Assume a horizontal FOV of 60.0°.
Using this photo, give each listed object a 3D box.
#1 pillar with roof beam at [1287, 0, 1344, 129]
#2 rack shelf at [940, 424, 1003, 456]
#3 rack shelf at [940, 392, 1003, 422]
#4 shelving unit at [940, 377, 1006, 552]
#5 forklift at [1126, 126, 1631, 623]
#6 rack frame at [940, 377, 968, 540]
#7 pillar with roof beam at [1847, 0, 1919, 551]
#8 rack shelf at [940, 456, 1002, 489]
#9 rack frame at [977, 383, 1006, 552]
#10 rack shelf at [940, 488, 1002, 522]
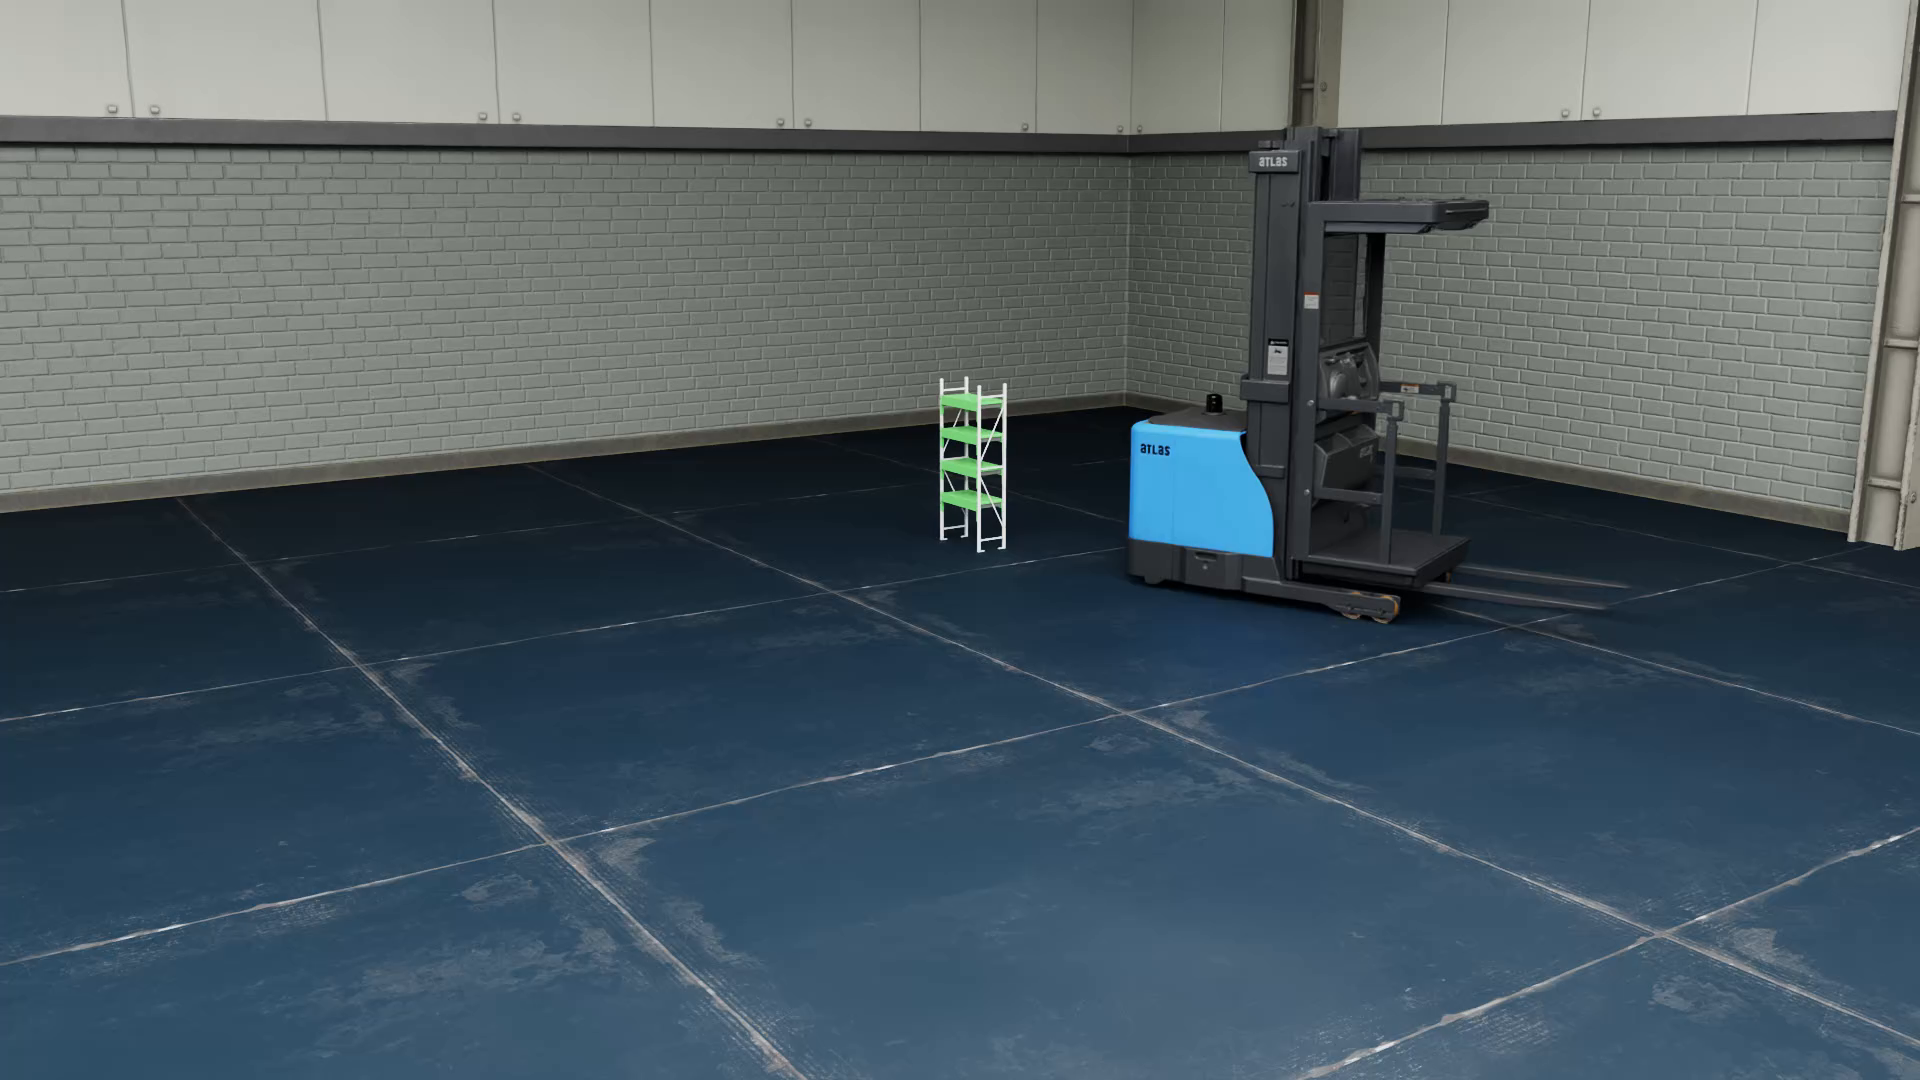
[{"bbox_3d":[-0.094,-4.930,13.844,9.100,9.000,0.400,-8,15,-33],"label":"pillar with roof beam"},{"bbox_3d":[0.092,-0.729,12.061,0.258,0.148,0.480,-8,15,-33],"label":"rack shelf"},{"bbox_3d":[0.092,-0.963,12.010,0.258,0.148,0.480,-8,15,-33],"label":"rack shelf"},{"bbox_3d":[0.092,-0.557,12.099,0.258,1.200,0.503,-8,15,-33],"label":"shelving unit"},{"bbox_3d":[2.612,-1.057,10.333,3.031,2.935,1.130,8,15,33],"label":"forklift"},{"bbox_3d":[-0.043,-0.600,12.297,0.240,1.200,0.015,-8,15,-33],"label":"rack frame"},{"bbox_3d":[3.230,-3.863,8.964,9.100,9.000,0.400,-8,15,-33],"label":"pillar with roof beam"},{"bbox_3d":[0.092,-0.494,12.113,0.258,0.148,0.480,-8,15,-33],"label":"rack shelf"},{"bbox_3d":[0.227,-0.513,11.901,0.240,1.200,0.015,-8,15,-33],"label":"rack frame"},{"bbox_3d":[0.092,-0.260,12.164,0.258,0.148,0.480,-8,15,-33],"label":"rack shelf"}]
